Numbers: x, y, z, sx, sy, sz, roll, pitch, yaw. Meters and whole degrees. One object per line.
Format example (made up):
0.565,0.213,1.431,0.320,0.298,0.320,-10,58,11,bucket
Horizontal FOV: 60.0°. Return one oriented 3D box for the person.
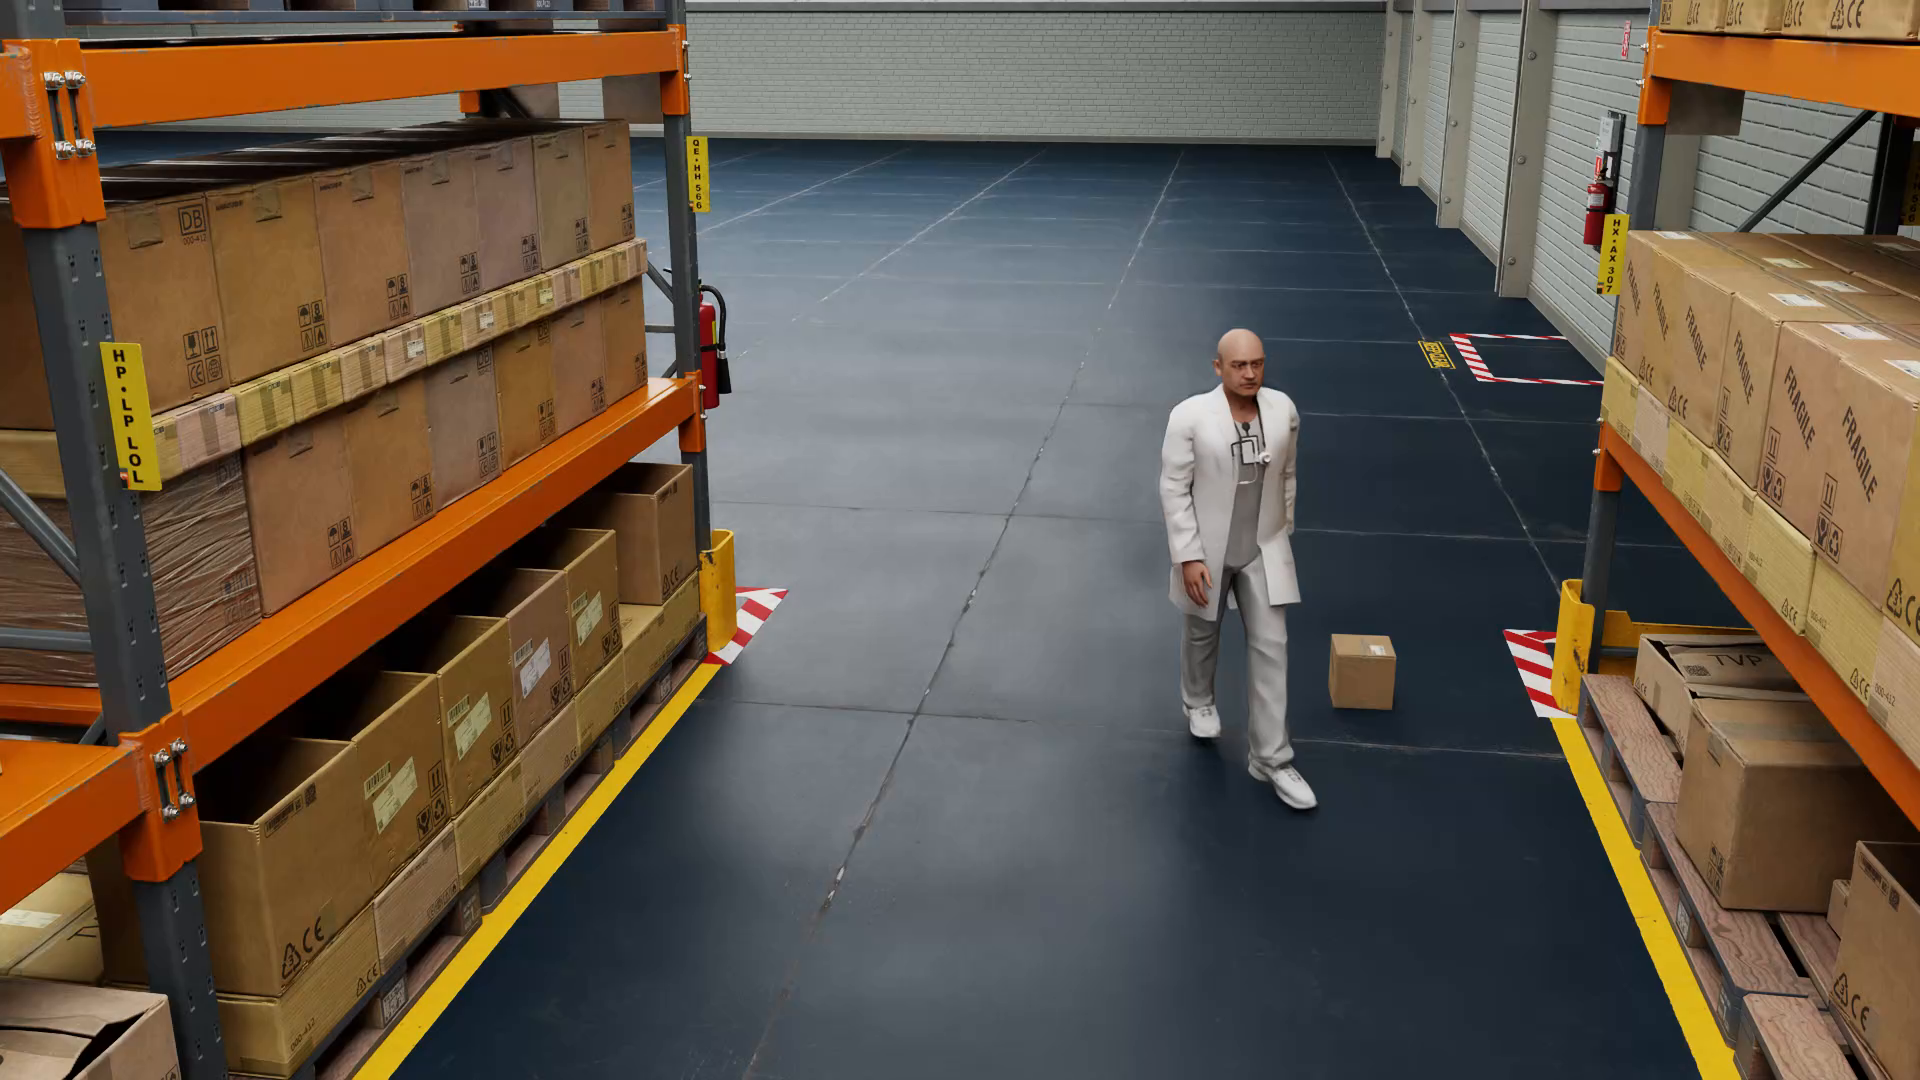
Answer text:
1.045,0.048,6.387,0.582,1.735,0.983,-1,18,-5,person
